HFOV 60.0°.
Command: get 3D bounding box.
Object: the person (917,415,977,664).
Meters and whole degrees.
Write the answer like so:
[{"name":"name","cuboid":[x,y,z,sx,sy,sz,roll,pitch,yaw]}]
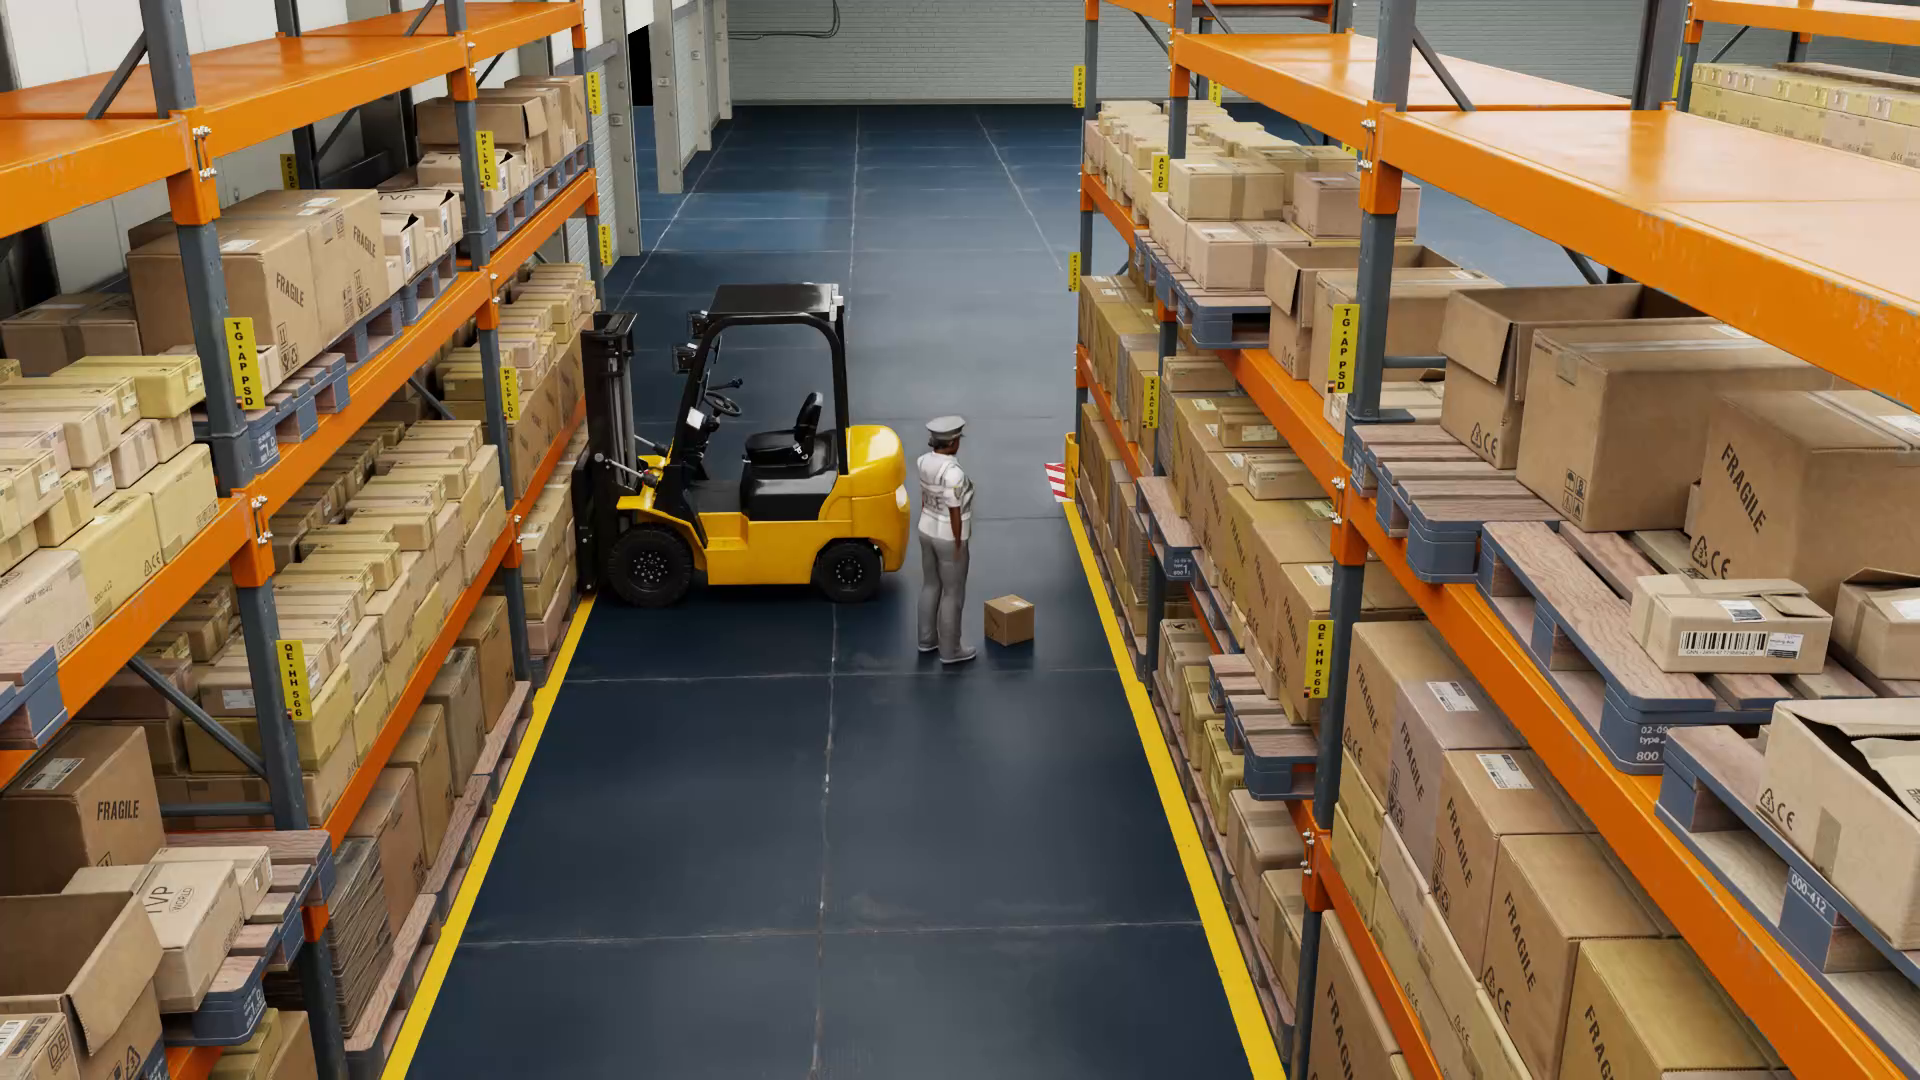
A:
[{"name":"person","cuboid":[-0.096,-0.008,11.096,0.343,1.667,0.440,-13,24,-31]}]
